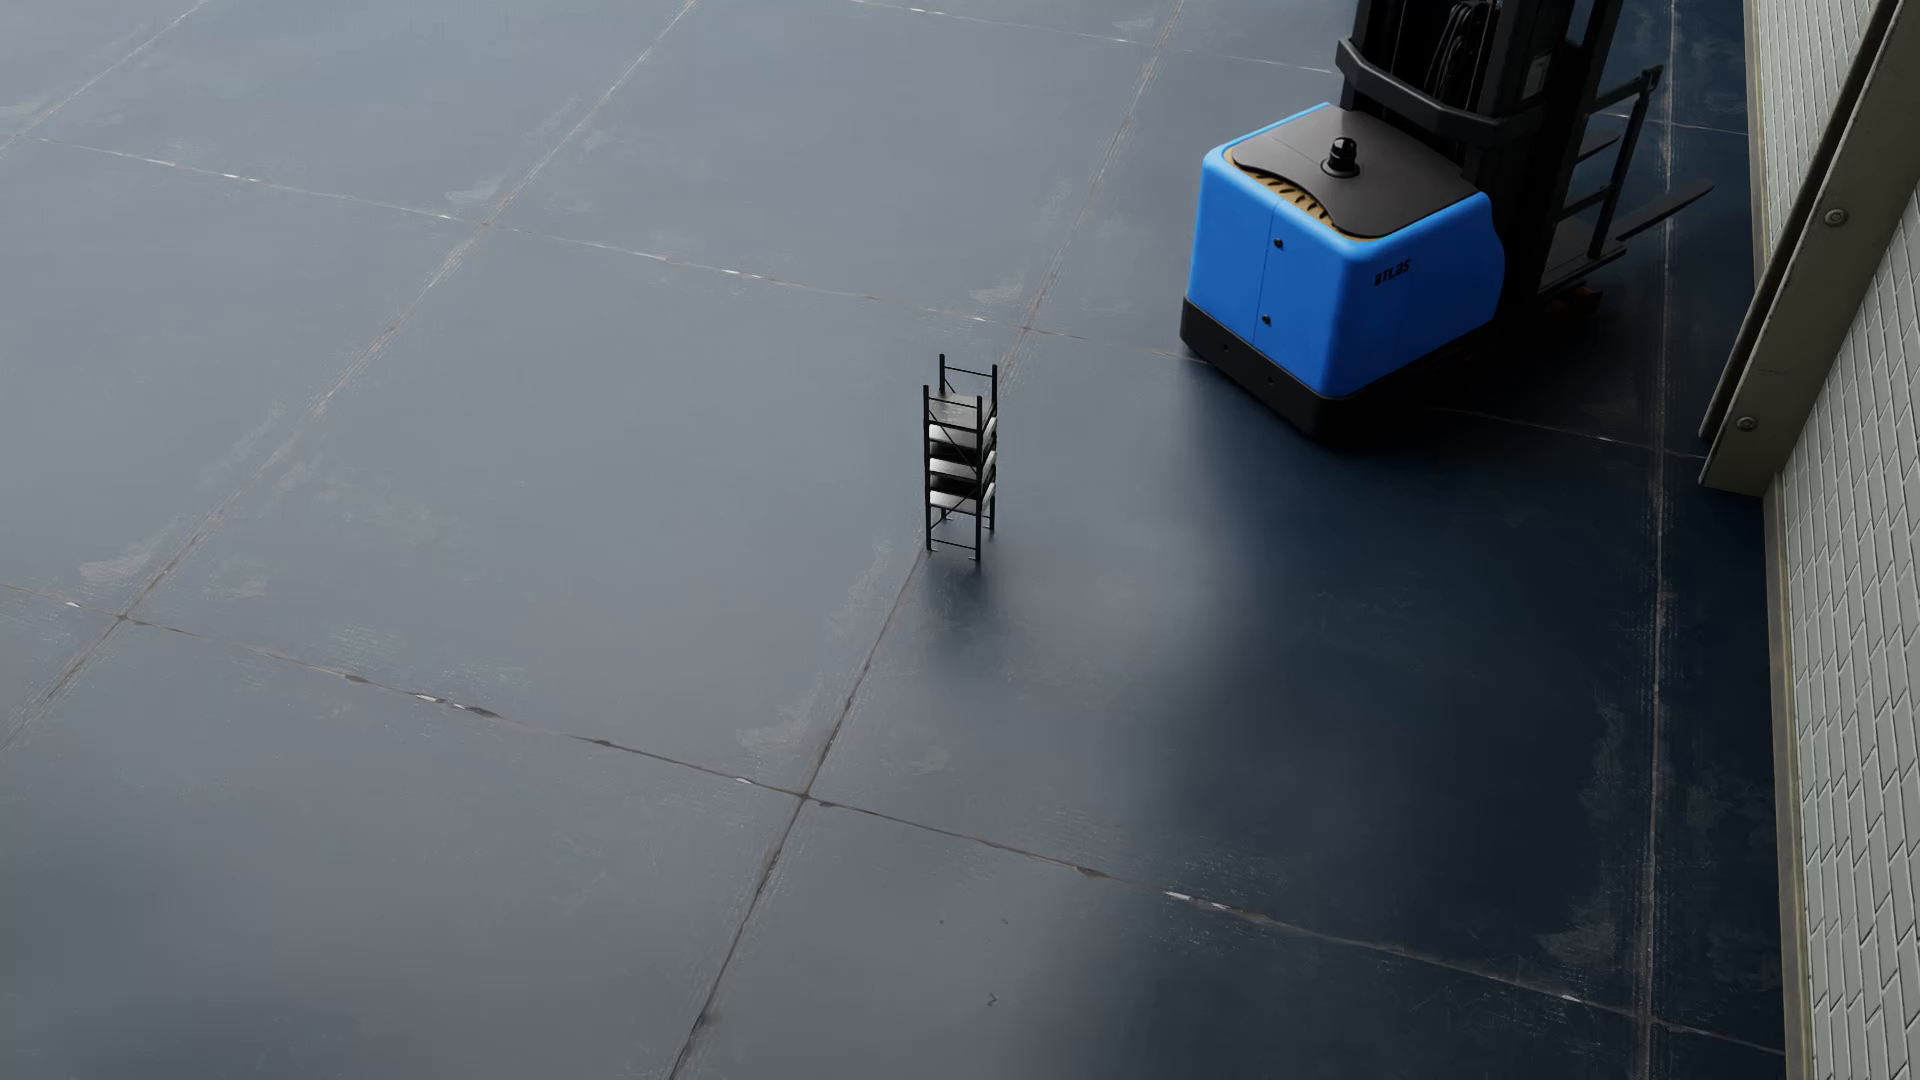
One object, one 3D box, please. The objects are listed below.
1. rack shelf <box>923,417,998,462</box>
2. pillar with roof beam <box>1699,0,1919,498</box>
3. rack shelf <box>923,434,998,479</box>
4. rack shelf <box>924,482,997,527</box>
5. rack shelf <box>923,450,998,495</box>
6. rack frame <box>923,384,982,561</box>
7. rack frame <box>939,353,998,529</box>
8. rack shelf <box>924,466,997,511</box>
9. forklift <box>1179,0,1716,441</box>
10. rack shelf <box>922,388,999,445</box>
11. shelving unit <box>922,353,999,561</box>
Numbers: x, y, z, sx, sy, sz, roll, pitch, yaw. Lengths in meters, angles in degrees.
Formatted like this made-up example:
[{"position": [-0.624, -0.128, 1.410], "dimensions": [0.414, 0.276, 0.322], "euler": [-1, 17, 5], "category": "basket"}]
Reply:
[{"position": [0.002, -0.432, 6.737], "dimensions": [0.258, 0.077, 0.200], "euler": [13, 46, 13], "category": "rack shelf"}, {"position": [-0.608, -4.472, 5.285], "dimensions": [9.100, 9.000, 0.400], "euler": [13, 46, 13], "category": "pillar with roof beam"}, {"position": [0.002, -0.368, 6.800], "dimensions": [0.258, 0.077, 0.200], "euler": [13, 46, 13], "category": "rack shelf"}, {"position": [0.002, -0.175, 6.989], "dimensions": [0.258, 0.077, 0.200], "euler": [13, 46, 13], "category": "rack shelf"}, {"position": [0.002, -0.303, 6.863], "dimensions": [0.258, 0.077, 0.200], "euler": [13, 46, 13], "category": "rack shelf"}, {"position": [-0.028, -0.259, 6.771], "dimensions": [0.240, 0.900, 0.006], "euler": [13, 46, 13], "category": "rack frame"}, {"position": [0.033, -0.395, 6.909], "dimensions": [0.240, 0.900, 0.006], "euler": [13, 46, 13], "category": "rack frame"}, {"position": [0.002, -0.239, 6.926], "dimensions": [0.258, 0.077, 0.200], "euler": [13, 46, 13], "category": "rack shelf"}, {"position": [2.556, -2.332, 7.436], "dimensions": [3.031, 2.935, 1.130], "euler": [-27, 50, -25], "category": "forklift"}, {"position": [0.002, -0.496, 6.674], "dimensions": [0.258, 0.077, 0.200], "euler": [13, 46, 13], "category": "rack shelf"}, {"position": [0.002, -0.327, 6.840], "dimensions": [0.258, 0.900, 0.210], "euler": [13, 46, 13], "category": "shelving unit"}]
